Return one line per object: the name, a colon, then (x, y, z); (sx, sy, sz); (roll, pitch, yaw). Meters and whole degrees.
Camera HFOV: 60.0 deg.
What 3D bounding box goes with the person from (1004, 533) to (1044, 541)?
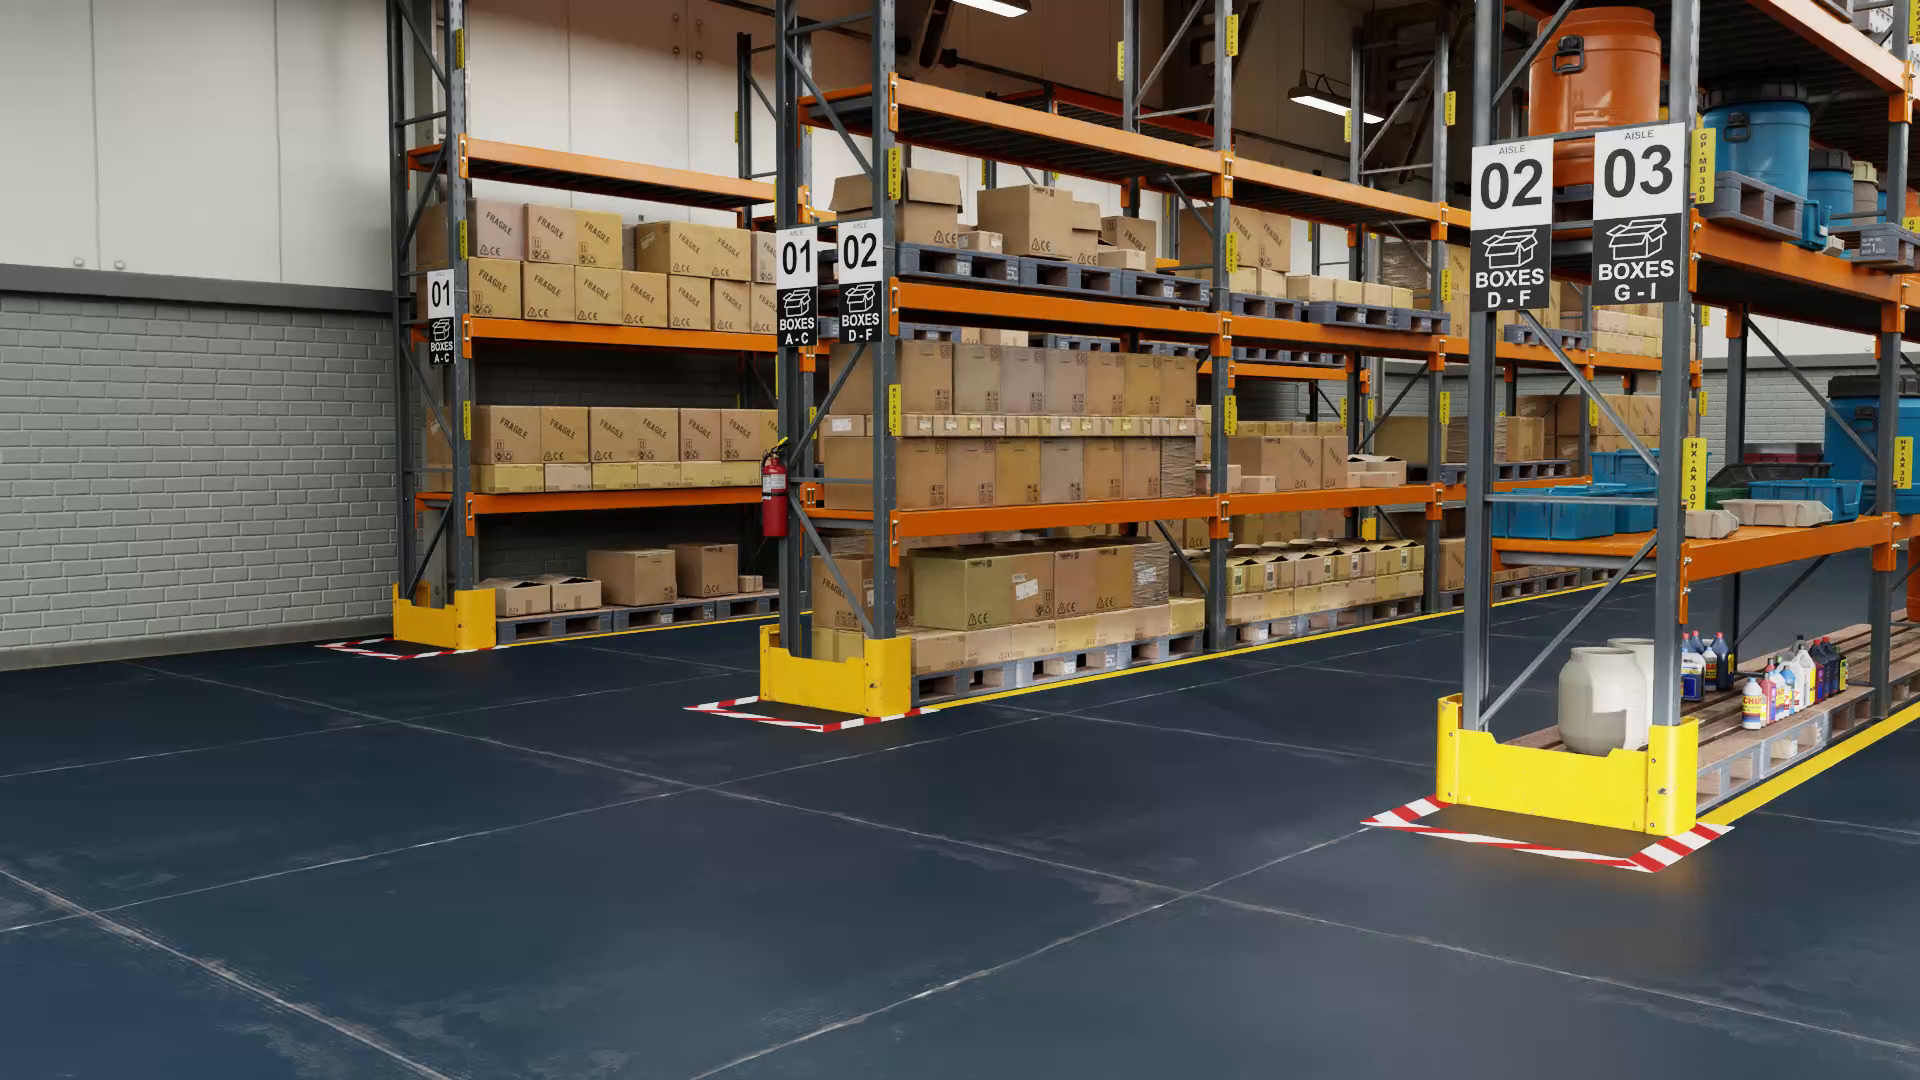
person: (0.805, 0.357, 16.598); (0.856, 0.836, 0.476); (3, 5, 39)
